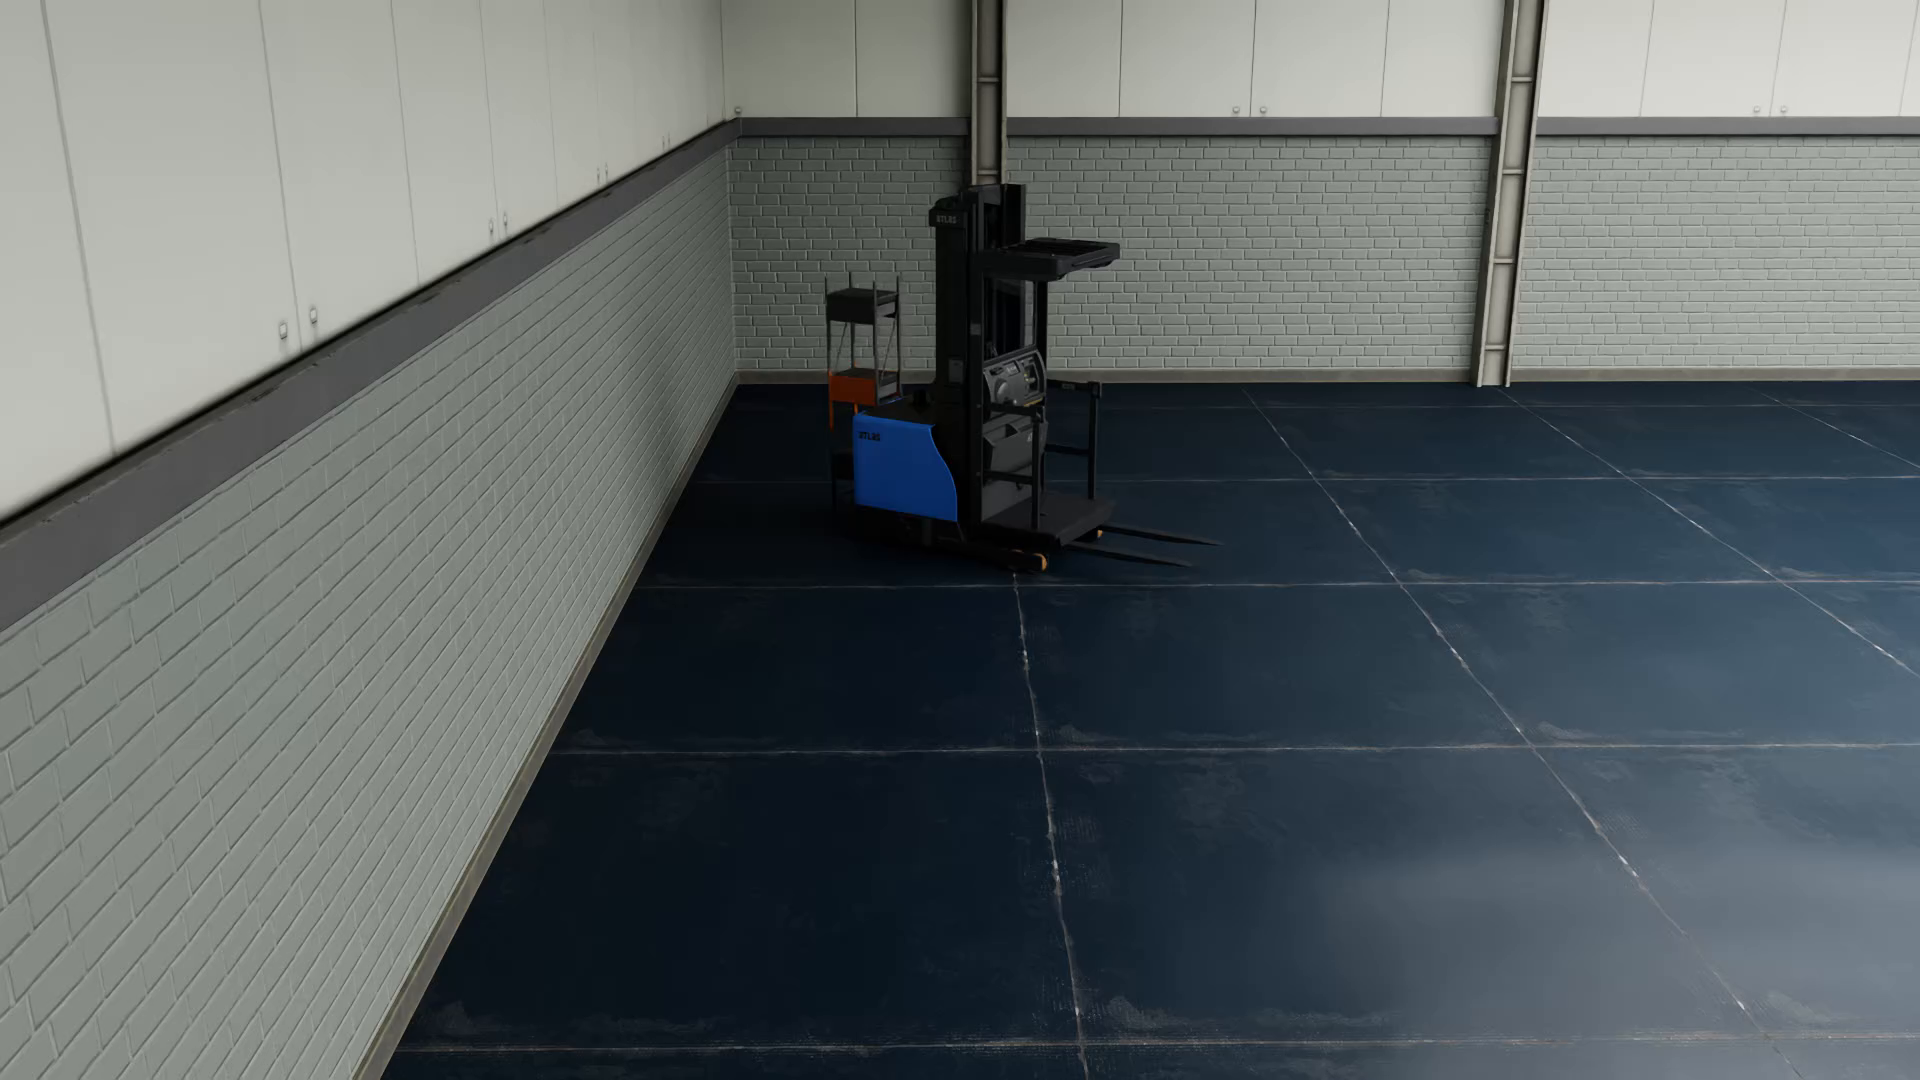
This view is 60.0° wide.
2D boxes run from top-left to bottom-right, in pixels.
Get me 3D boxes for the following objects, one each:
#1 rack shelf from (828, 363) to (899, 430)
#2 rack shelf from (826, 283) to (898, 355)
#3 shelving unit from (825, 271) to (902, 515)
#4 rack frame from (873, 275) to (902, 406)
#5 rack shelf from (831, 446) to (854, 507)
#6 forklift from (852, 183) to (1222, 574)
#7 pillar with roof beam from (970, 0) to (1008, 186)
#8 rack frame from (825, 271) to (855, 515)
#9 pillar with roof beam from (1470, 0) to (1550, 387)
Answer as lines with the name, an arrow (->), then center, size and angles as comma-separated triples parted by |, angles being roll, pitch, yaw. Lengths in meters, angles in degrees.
rack shelf -> -0.823, -1.230, 14.482 | 0.480, 0.518, 0.431 | 10, 20, 29
rack shelf -> -0.828, -1.897, 14.271 | 0.480, 0.518, 0.431 | 10, 20, 29
shelving unit -> -0.823, -1.243, 14.478 | 0.503, 2.100, 0.431 | 10, 20, 29
rack frame -> -0.614, -1.206, 14.359 | 0.015, 2.100, 0.400 | 10, 20, 29
rack shelf -> -0.819, -0.562, 14.693 | 0.480, 0.518, 0.431 | 10, 20, 29
forklift -> 0.621, -1.310, 13.333 | 3.031, 2.935, 1.130 | 10, 20, 29
pillar with roof beam -> 0.391, -4.807, 14.300 | 0.400, 9.000, 9.100 | 0, 18, -1
rack frame -> -1.033, -1.279, 14.597 | 0.015, 2.100, 0.400 | 10, 20, 29
pillar with roof beam -> 6.390, -4.836, 14.390 | 0.400, 9.000, 9.100 | 0, 18, -1
